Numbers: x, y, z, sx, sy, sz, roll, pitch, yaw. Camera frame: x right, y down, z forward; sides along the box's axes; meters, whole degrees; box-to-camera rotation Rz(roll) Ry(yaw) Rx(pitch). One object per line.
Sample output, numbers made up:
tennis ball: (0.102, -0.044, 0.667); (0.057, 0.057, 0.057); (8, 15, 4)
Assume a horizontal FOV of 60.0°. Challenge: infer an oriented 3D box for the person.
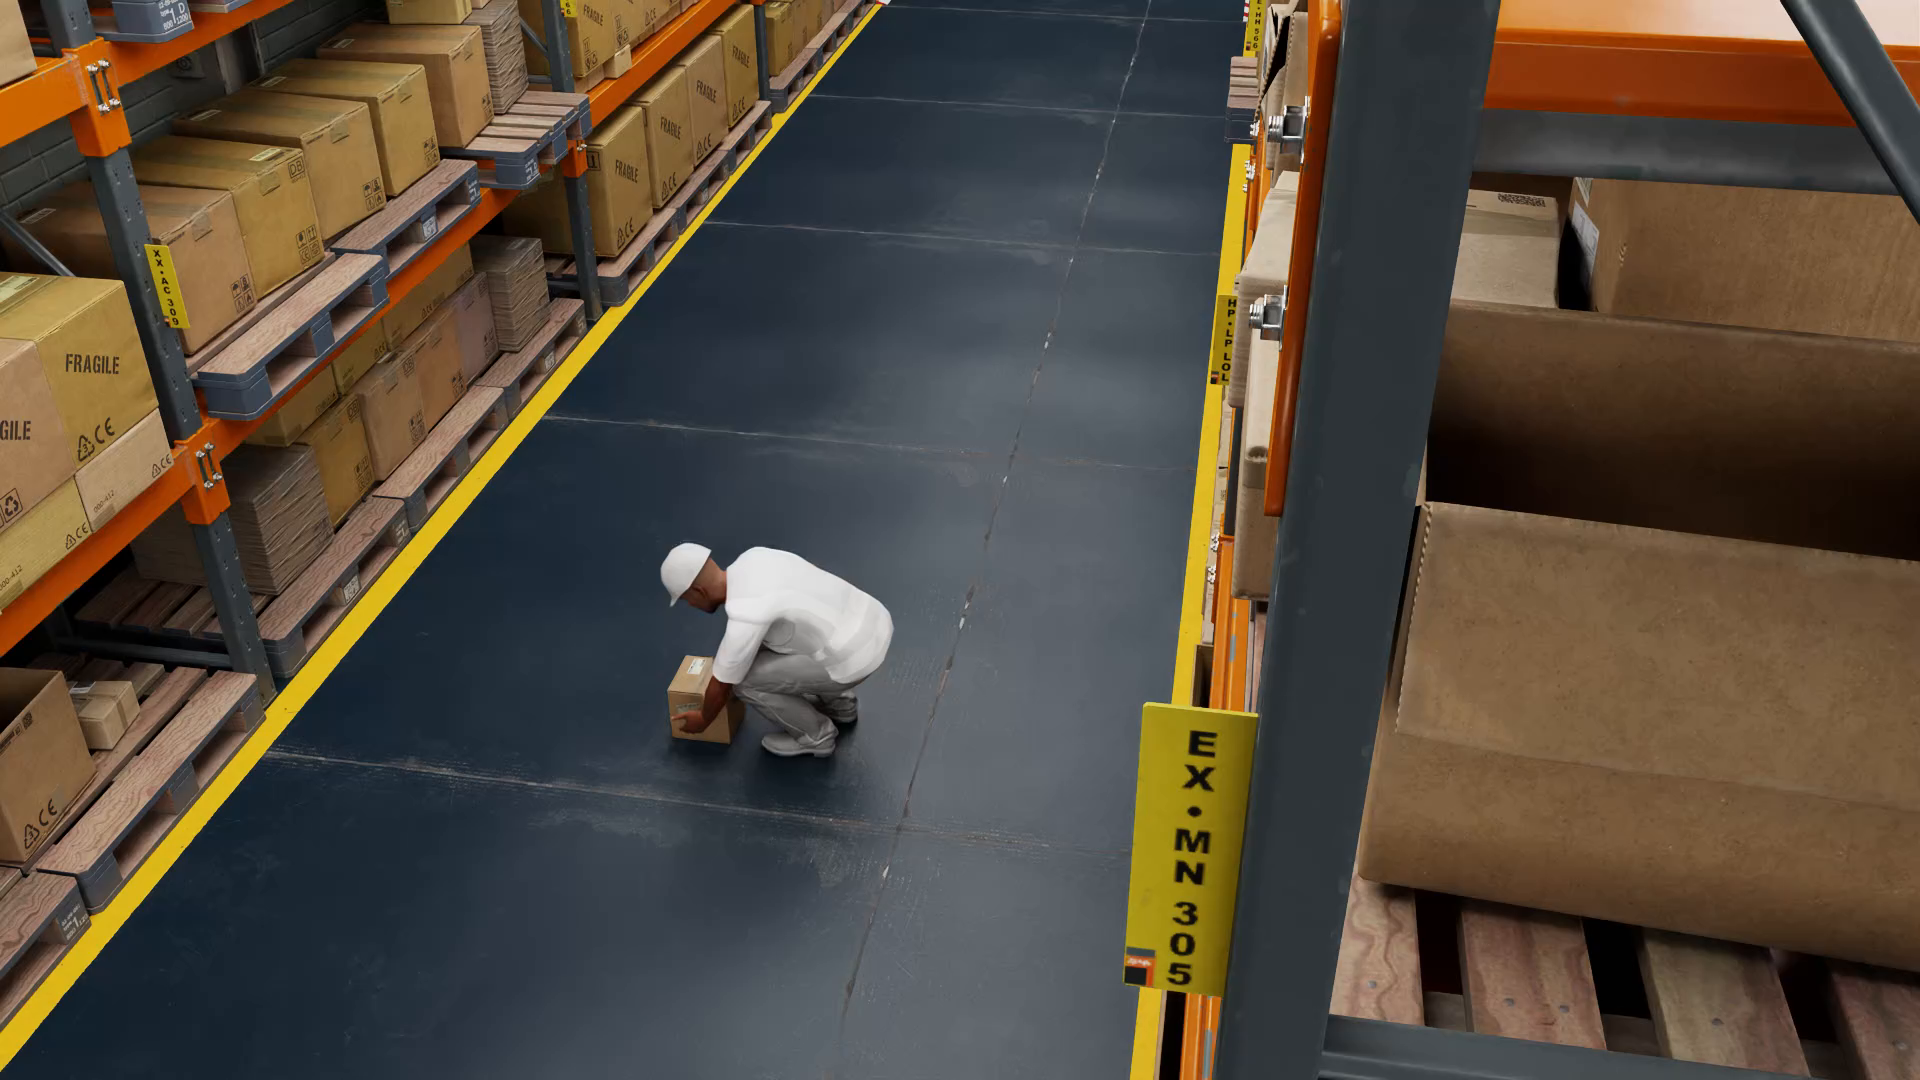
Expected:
person: (-0.733, 0.432, 6.723); (0.896, 0.927, 0.570); (5, 33, 8)
